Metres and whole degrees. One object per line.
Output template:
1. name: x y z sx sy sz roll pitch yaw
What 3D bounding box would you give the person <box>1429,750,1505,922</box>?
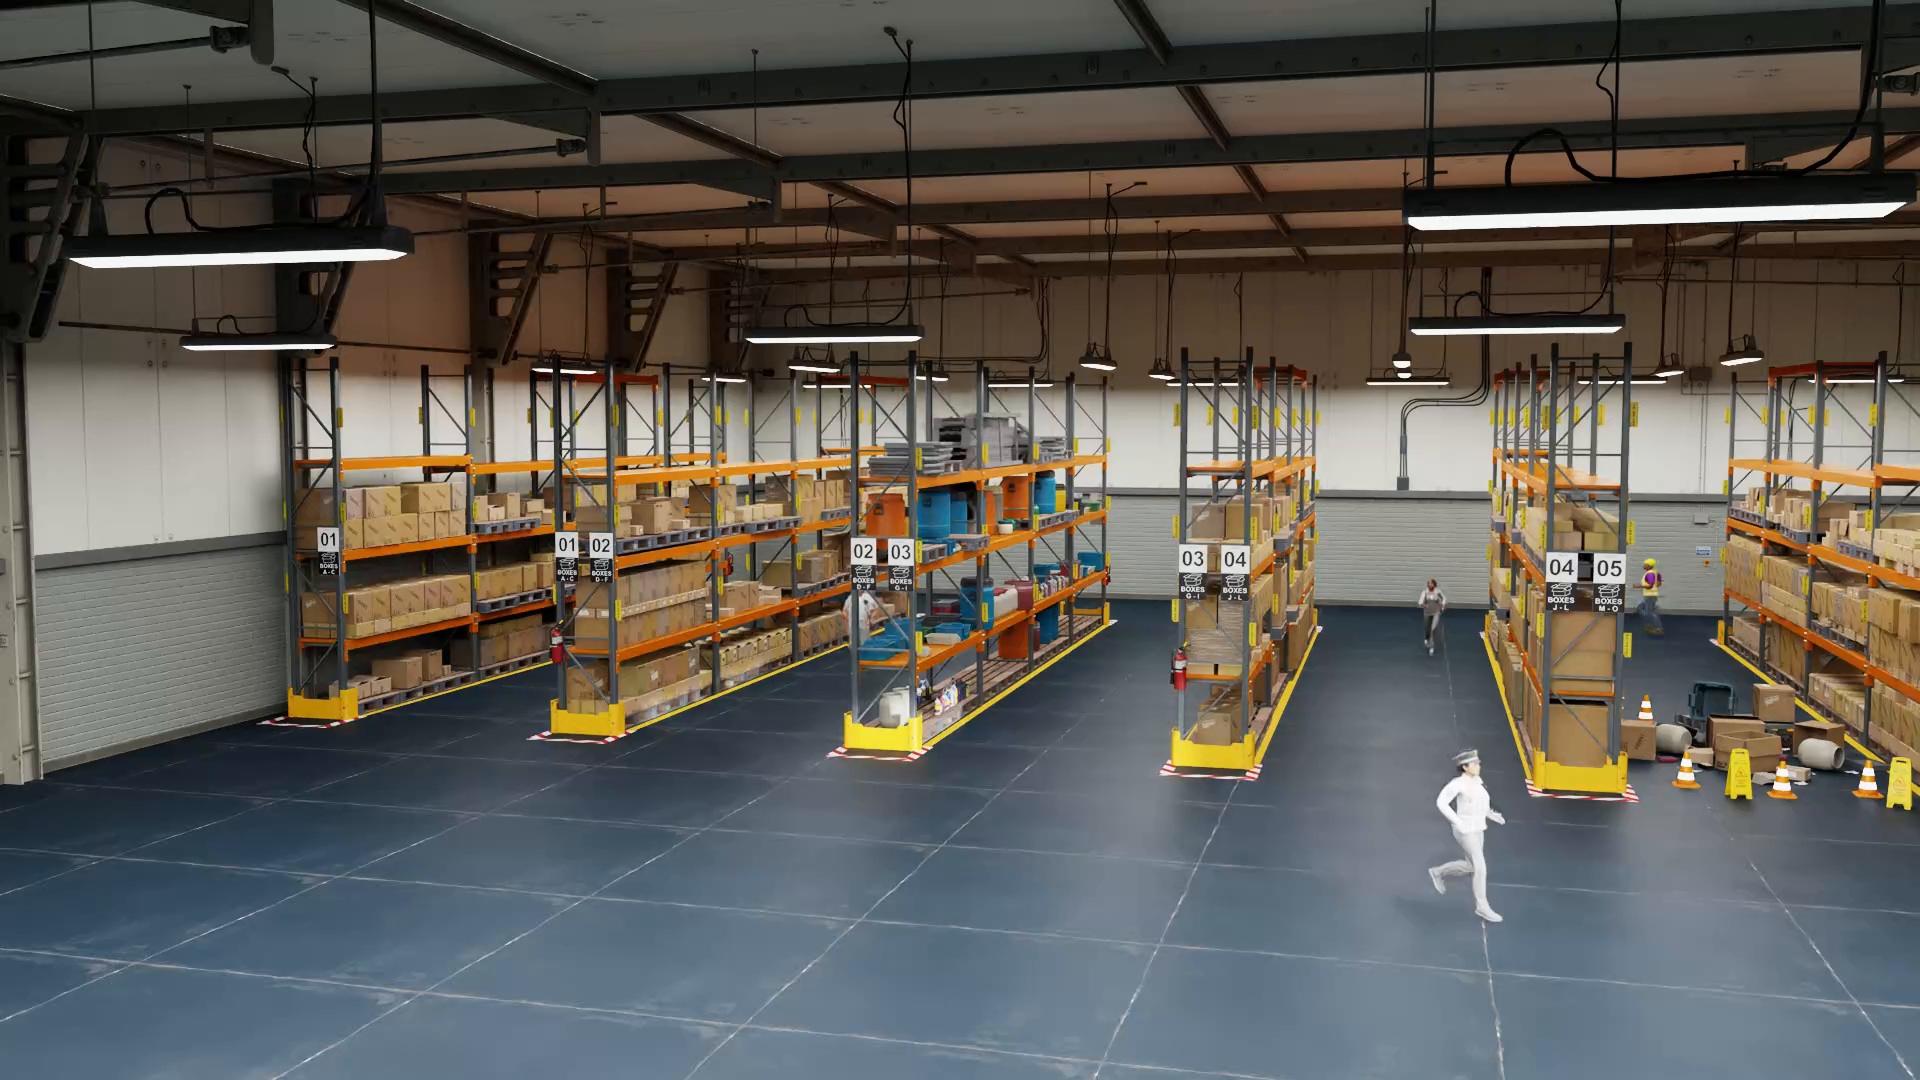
1. person: 5.106 2.944 16.786 0.618 1.696 0.821 -4 6 -44

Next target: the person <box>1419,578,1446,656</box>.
1. person: 10.046 1.610 35.383 0.551 1.603 0.882 2 4 20

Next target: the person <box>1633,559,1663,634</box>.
1. person: 15.892 1.314 38.418 0.686 1.775 0.704 2 4 20

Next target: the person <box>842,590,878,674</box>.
1. person: -1.863 1.603 30.647 0.661 1.771 0.557 1 4 8
